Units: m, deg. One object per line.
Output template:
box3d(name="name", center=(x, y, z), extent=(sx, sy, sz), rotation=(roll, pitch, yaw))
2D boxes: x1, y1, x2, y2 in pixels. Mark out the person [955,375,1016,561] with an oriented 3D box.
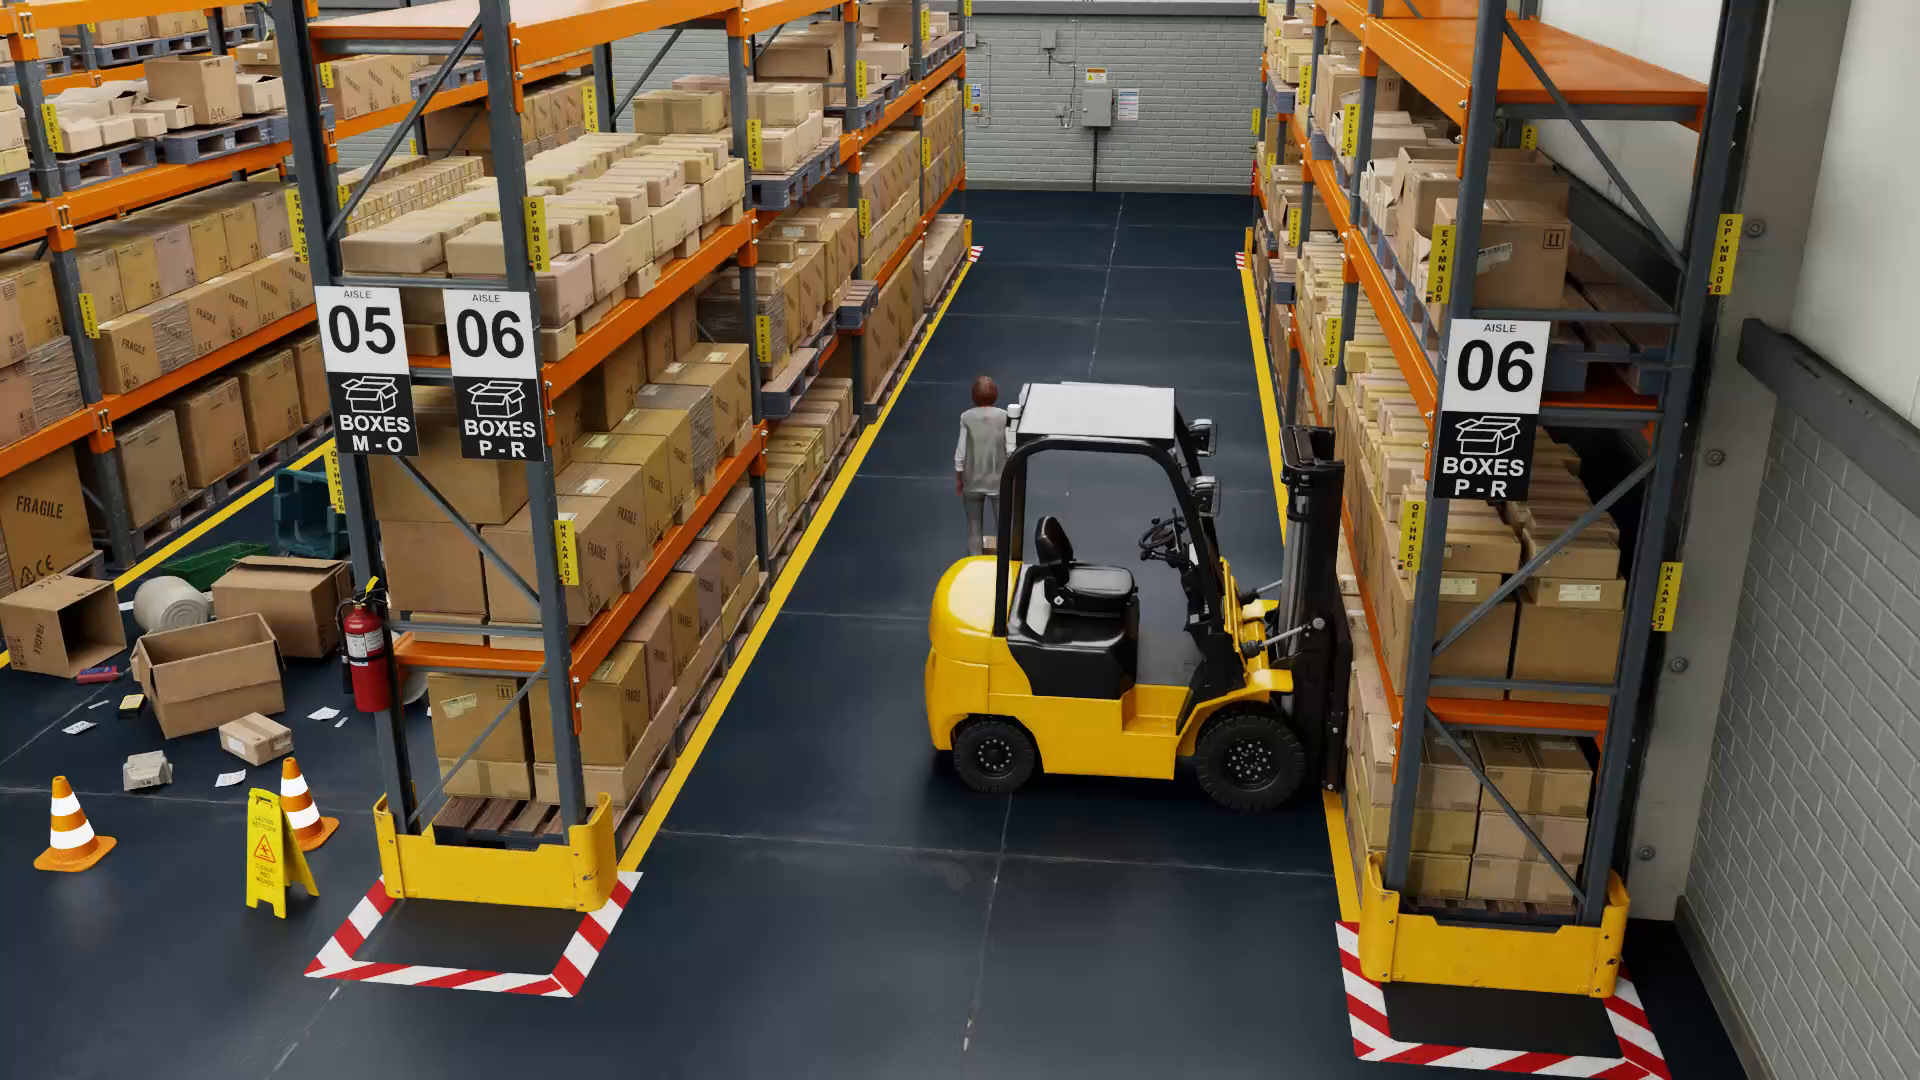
box3d(name="person", center=(0.200, -0.412, 12.149), extent=(0.477, 1.591, 0.377), rotation=(1, 22, 3))
